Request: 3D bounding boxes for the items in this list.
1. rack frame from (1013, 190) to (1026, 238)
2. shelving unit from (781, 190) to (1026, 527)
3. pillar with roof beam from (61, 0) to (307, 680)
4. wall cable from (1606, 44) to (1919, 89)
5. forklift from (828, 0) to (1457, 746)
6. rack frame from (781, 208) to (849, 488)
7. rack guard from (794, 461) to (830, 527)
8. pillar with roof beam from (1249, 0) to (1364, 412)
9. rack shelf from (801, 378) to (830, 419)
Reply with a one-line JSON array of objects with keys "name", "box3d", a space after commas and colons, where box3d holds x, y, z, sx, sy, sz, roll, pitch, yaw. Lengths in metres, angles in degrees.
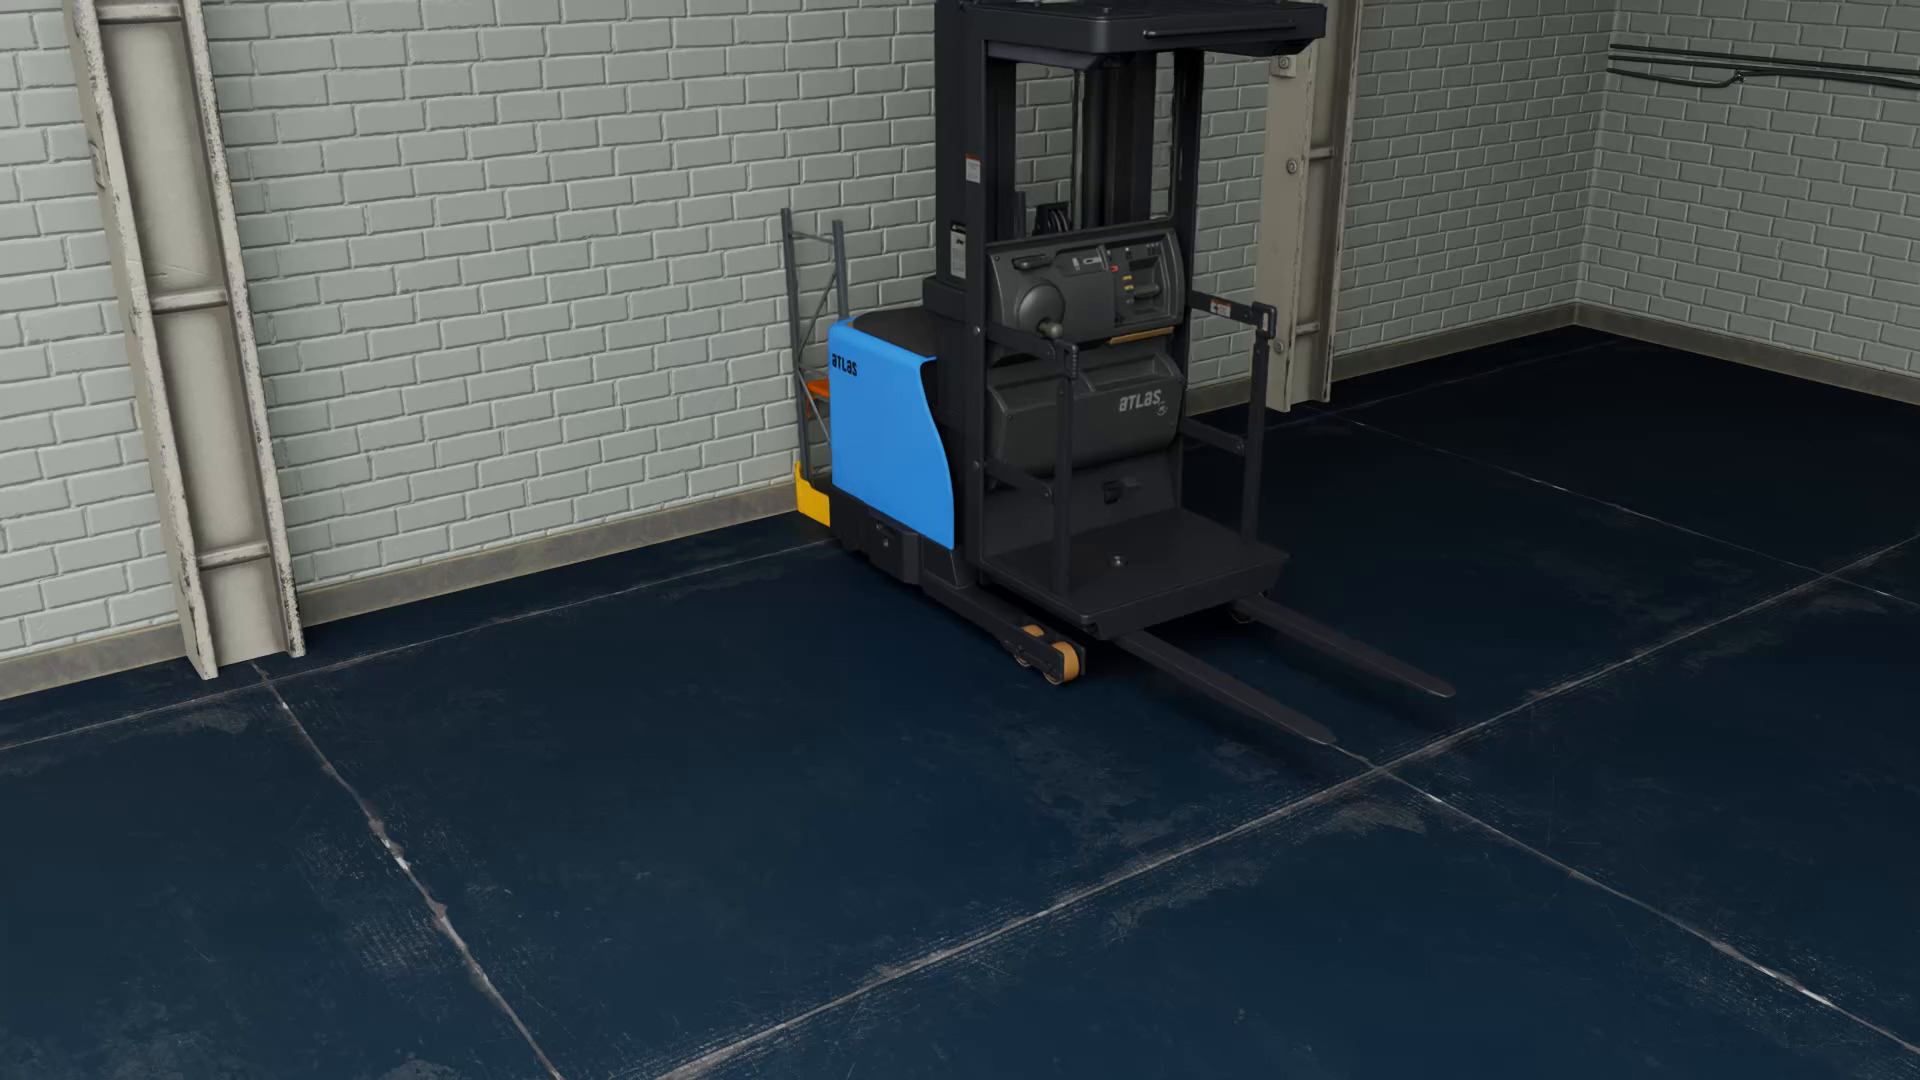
[{"name": "rack frame", "box3d": [0.181, -1.022, 8.351, 0.032, 1.500, 0.500, -16, 25, -32]}, {"name": "shelving unit", "box3d": [-0.239, -0.898, 8.076, 1.083, 1.500, 0.587, -16, 25, -32]}, {"name": "pillar with roof beam", "box3d": [-0.381, -2.424, 1.830, 0.400, 9.000, 9.100, -15, 26, -33]}, {"name": "wall cable", "box3d": [5.139, -3.816, 9.507, 0.112, 2.526, 3.097, -15, 26, -33]}, {"name": "forklift", "box3d": [0.640, -1.000, 6.447, 1.130, 2.935, 3.031, -14, 26, -32]}, {"name": "rack frame", "box3d": [-0.645, -0.778, 7.810, 0.032, 1.500, 0.500, -16, 25, -32]}, {"name": "rack guard", "box3d": [-0.617, -0.195, 8.034, 0.087, 0.250, 0.587, -16, 25, -32]}, {"name": "pillar with roof beam", "box3d": [4.490, -3.723, 5.084, 0.400, 9.000, 9.100, -15, 26, -33]}, {"name": "rack shelf", "box3d": [-0.224, -0.732, 8.145, 1.000, 0.185, 0.538, -16, 25, -32]}]
